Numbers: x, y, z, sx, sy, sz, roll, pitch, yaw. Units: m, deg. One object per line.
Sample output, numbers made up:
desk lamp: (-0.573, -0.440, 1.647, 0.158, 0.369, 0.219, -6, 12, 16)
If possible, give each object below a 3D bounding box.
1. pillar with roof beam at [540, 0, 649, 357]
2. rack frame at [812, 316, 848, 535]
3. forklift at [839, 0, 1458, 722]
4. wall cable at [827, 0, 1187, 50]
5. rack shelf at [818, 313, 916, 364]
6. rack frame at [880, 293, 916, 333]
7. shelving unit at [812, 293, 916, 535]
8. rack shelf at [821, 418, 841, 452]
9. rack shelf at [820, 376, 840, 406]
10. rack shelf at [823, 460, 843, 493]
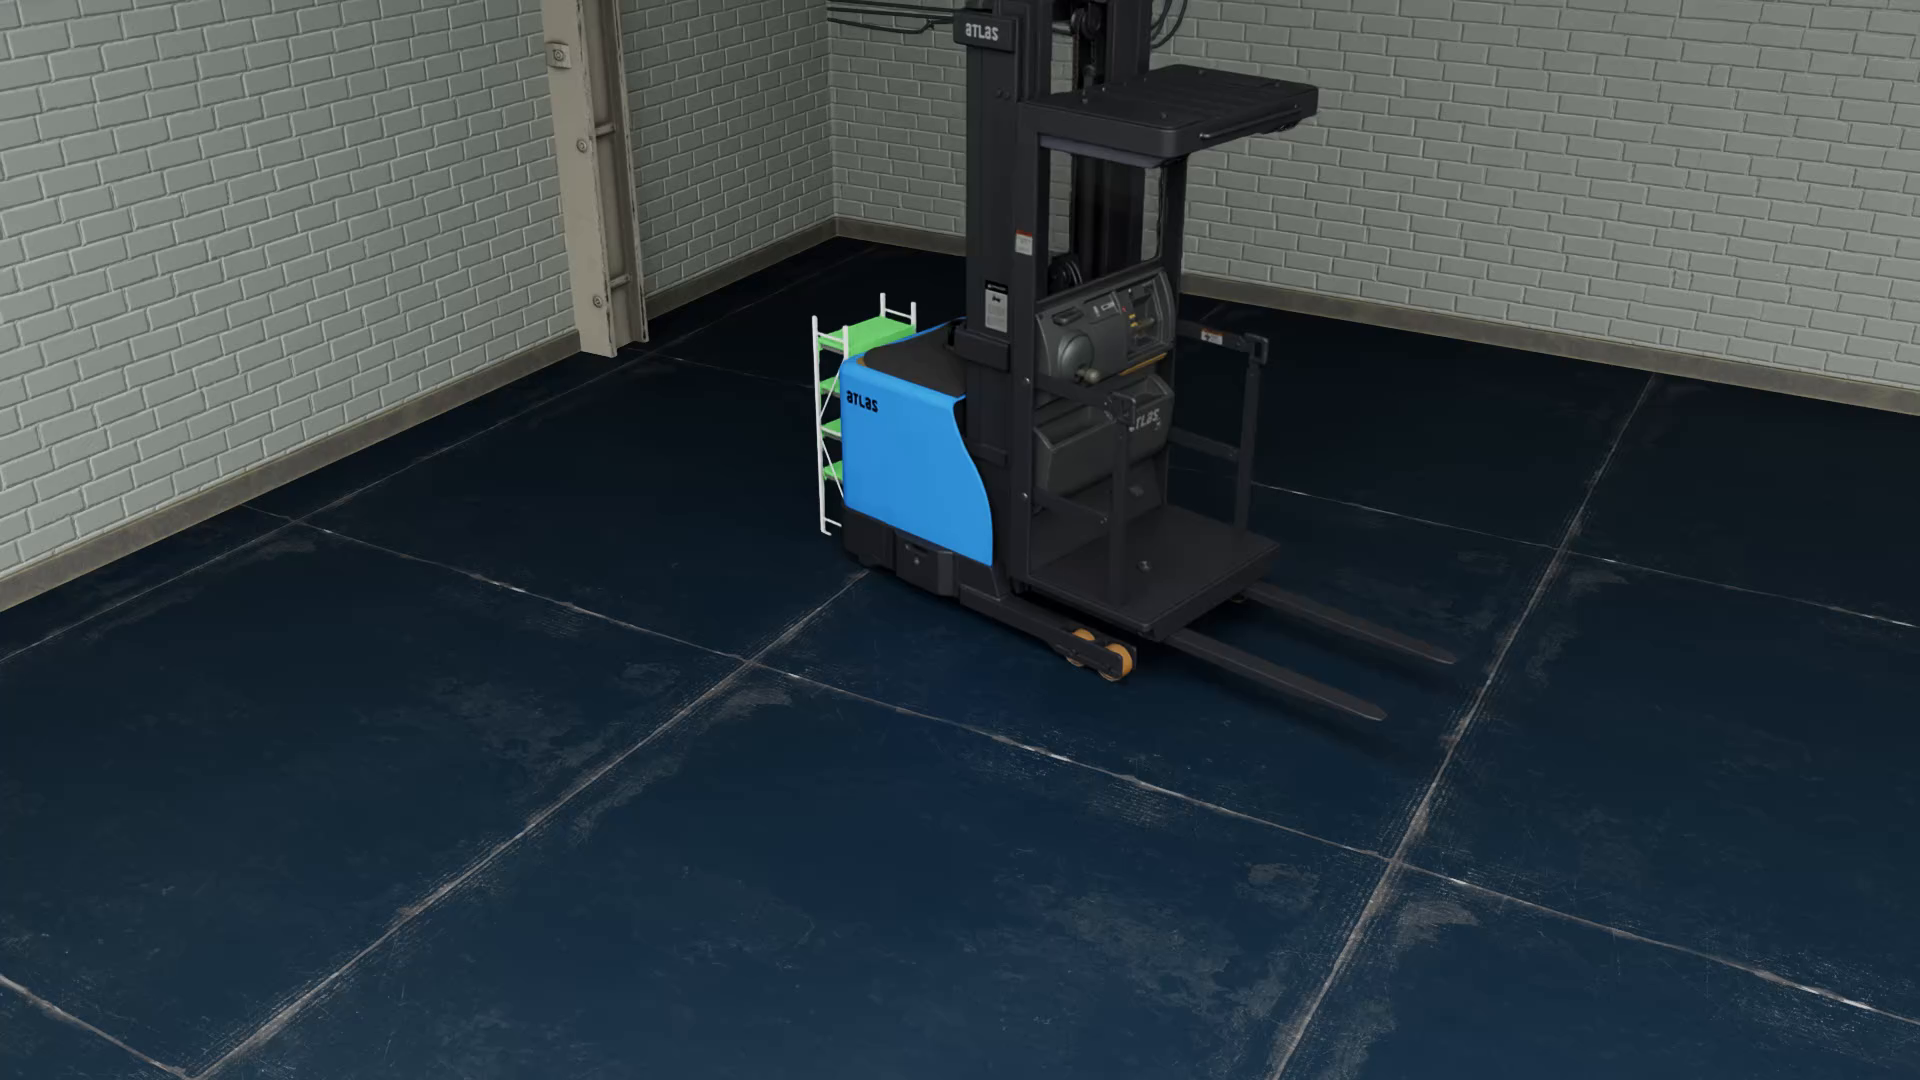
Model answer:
pillar with roof beam: (1.369, -4.416, 7.519, 9.100, 9.000, 0.400, 14, 30, 26)
rack frame: (-0.645, -0.547, 8.503, 0.240, 1.200, 0.015, 22, 34, 37)
forklift: (0.821, -0.941, 7.355, 3.031, 2.935, 1.130, 22, 34, 37)
wall cable: (0.221, -4.832, 11.820, 3.097, 2.526, 0.112, 14, 30, 26)
rack shelf: (-0.482, -1.001, 8.480, 0.258, 0.148, 0.480, 22, 34, 37)
rack frame: (-0.320, -0.710, 8.828, 0.240, 1.200, 0.015, 22, 34, 37)
shelving unit: (-0.482, -0.629, 8.666, 0.258, 1.200, 0.503, 22, 34, 37)
rack shelf: (-0.482, -0.572, 8.694, 0.258, 0.148, 0.480, 22, 34, 37)
rack shelf: (-0.482, -0.786, 8.587, 0.258, 0.148, 0.480, 22, 34, 37)
rack shelf: (-0.482, -0.357, 8.802, 0.258, 0.148, 0.480, 22, 34, 37)
